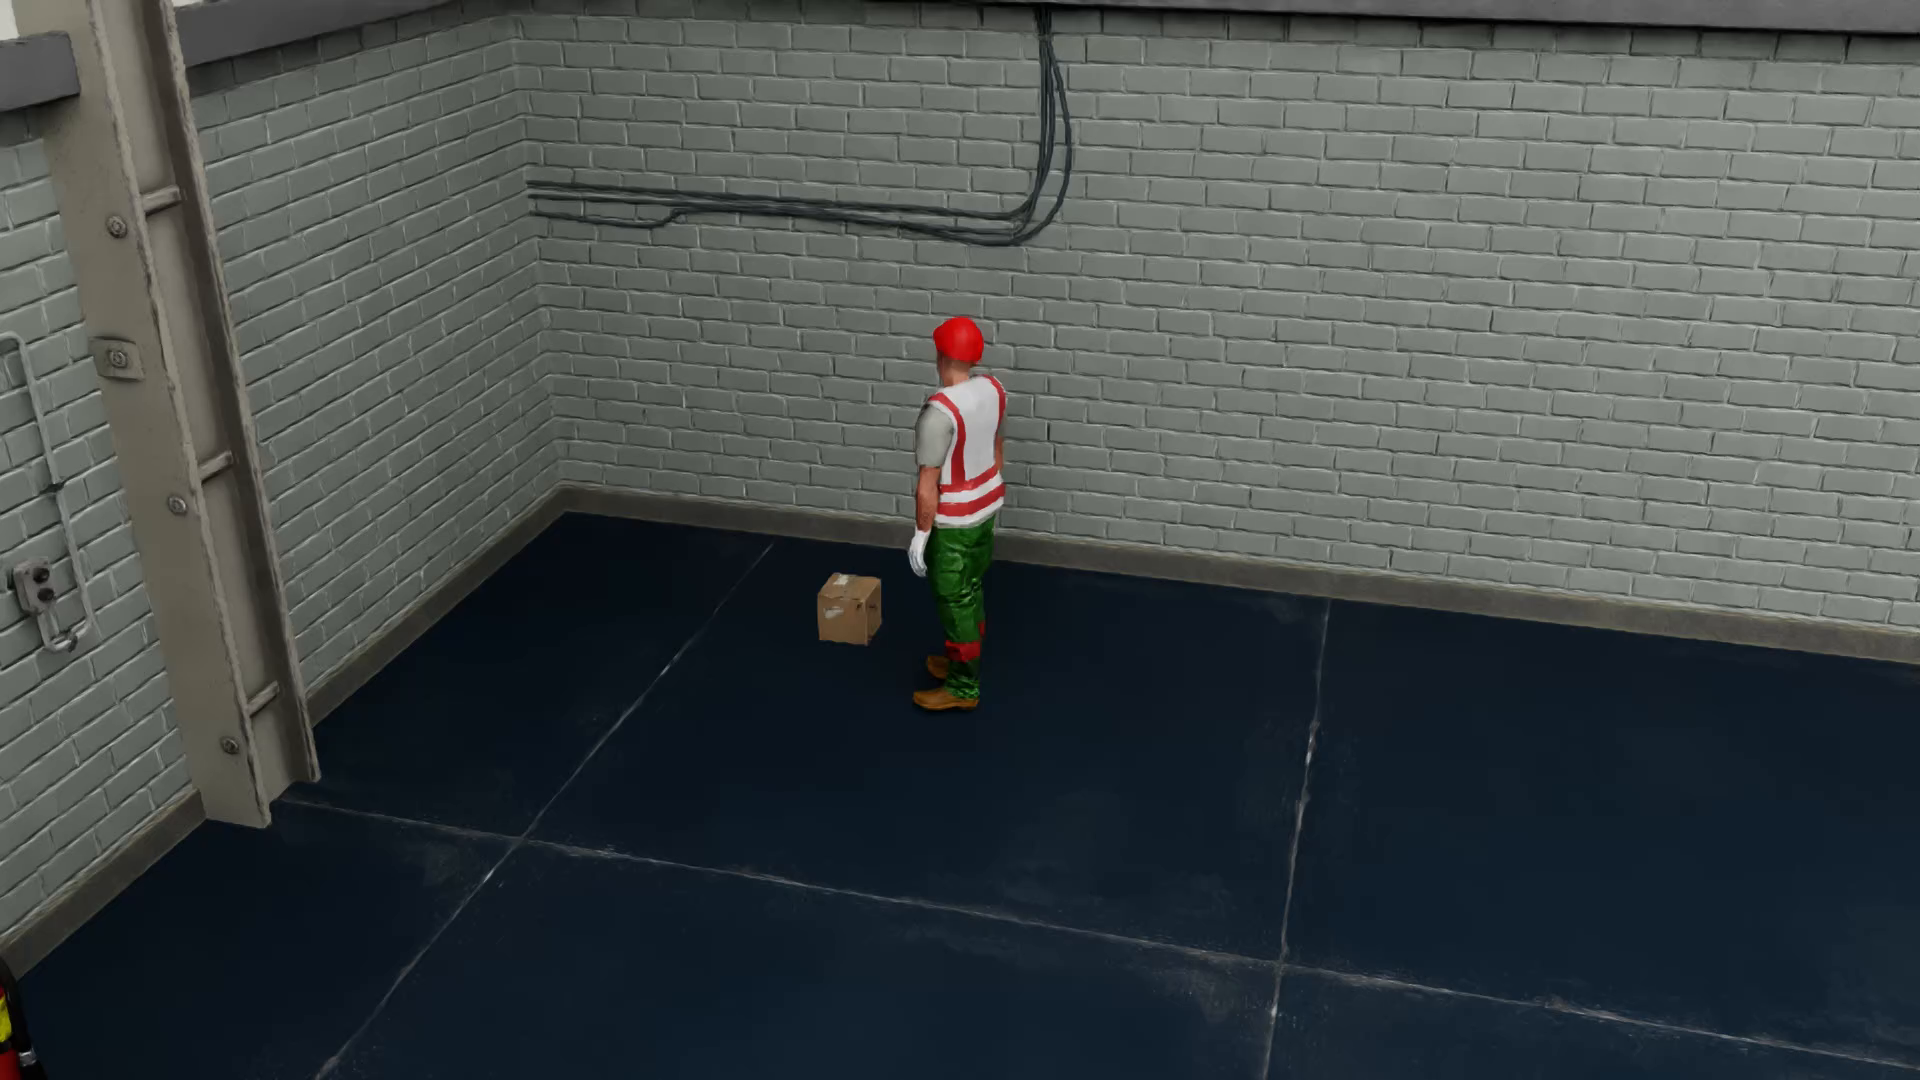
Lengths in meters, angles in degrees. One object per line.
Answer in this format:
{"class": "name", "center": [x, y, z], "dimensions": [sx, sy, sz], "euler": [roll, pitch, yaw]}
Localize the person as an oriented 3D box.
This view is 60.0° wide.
{"class": "person", "center": [-0.056, -0.116, 7.264], "dimensions": [0.424, 1.791, 0.648], "euler": [17, 30, 32]}
